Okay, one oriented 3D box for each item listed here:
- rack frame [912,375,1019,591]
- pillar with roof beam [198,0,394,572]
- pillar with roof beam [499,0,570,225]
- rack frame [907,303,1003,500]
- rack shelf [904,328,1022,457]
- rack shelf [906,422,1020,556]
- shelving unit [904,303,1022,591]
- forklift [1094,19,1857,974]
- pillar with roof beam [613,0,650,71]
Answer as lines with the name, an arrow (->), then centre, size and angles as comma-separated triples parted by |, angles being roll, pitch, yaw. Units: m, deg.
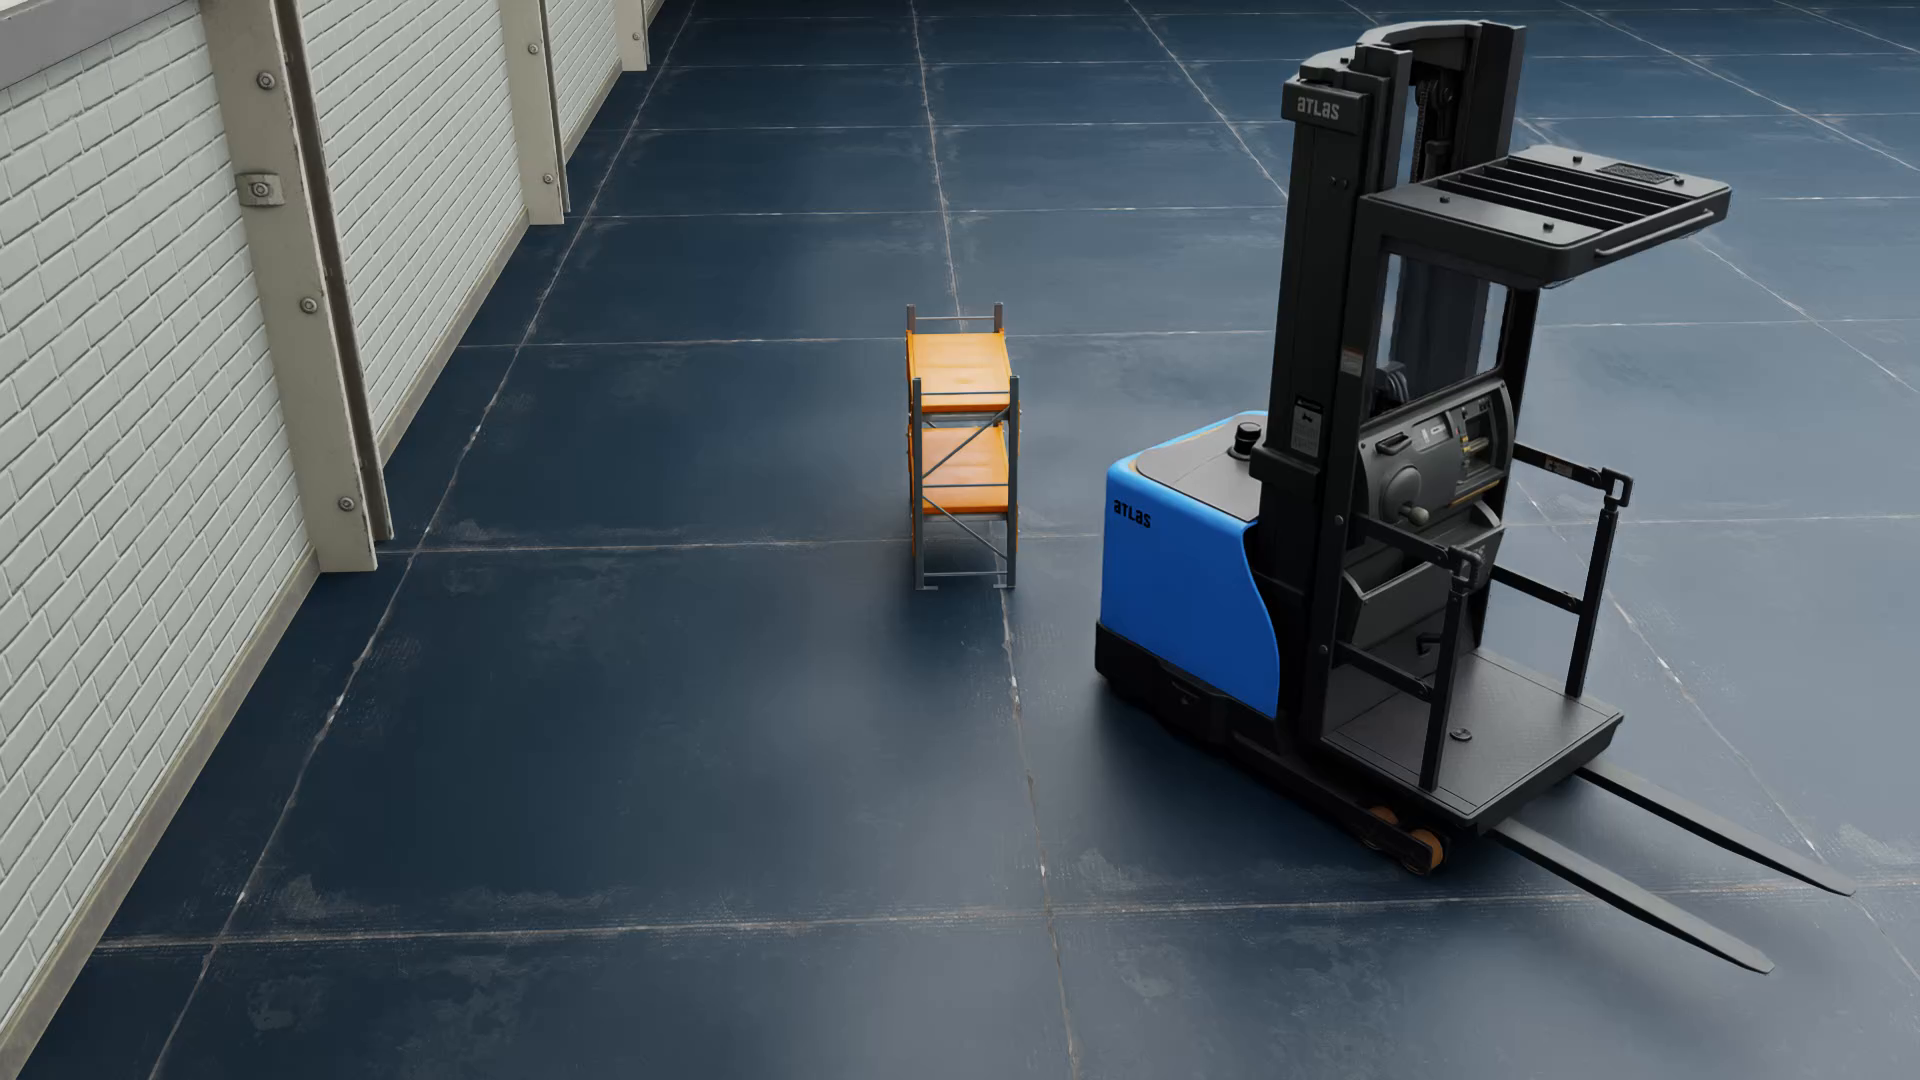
rack frame -> 0.027, -0.261, 8.034 | 0.500, 1.125, 0.032 | -1, 28, -3
pillar with roof beam -> 1.162, -4.025, 6.737 | 9.100, 9.000, 0.400 | -1, 28, -3
pillar with roof beam -> 0.849, -6.796, 12.049 | 9.100, 9.000, 0.400 | -1, 28, -3
rack frame -> -0.026, -0.730, 8.934 | 0.500, 1.125, 0.032 | -1, 28, -3
rack shelf -> 0.000, -0.755, 8.349 | 0.538, 0.278, 1.000 | -1, 28, -3
rack shelf -> 0.000, -0.279, 8.597 | 0.538, 0.278, 1.000 | -1, 28, -3
shelving unit -> 0.000, -0.496, 8.484 | 0.538, 1.125, 1.048 | -1, 28, -3
forklift -> 1.945, -0.296, 6.149 | 1.130, 2.935, 3.031 | -22, 34, -35
pillar with roof beam -> 0.535, -9.567, 17.362 | 9.100, 9.000, 0.400 | -1, 28, -3
